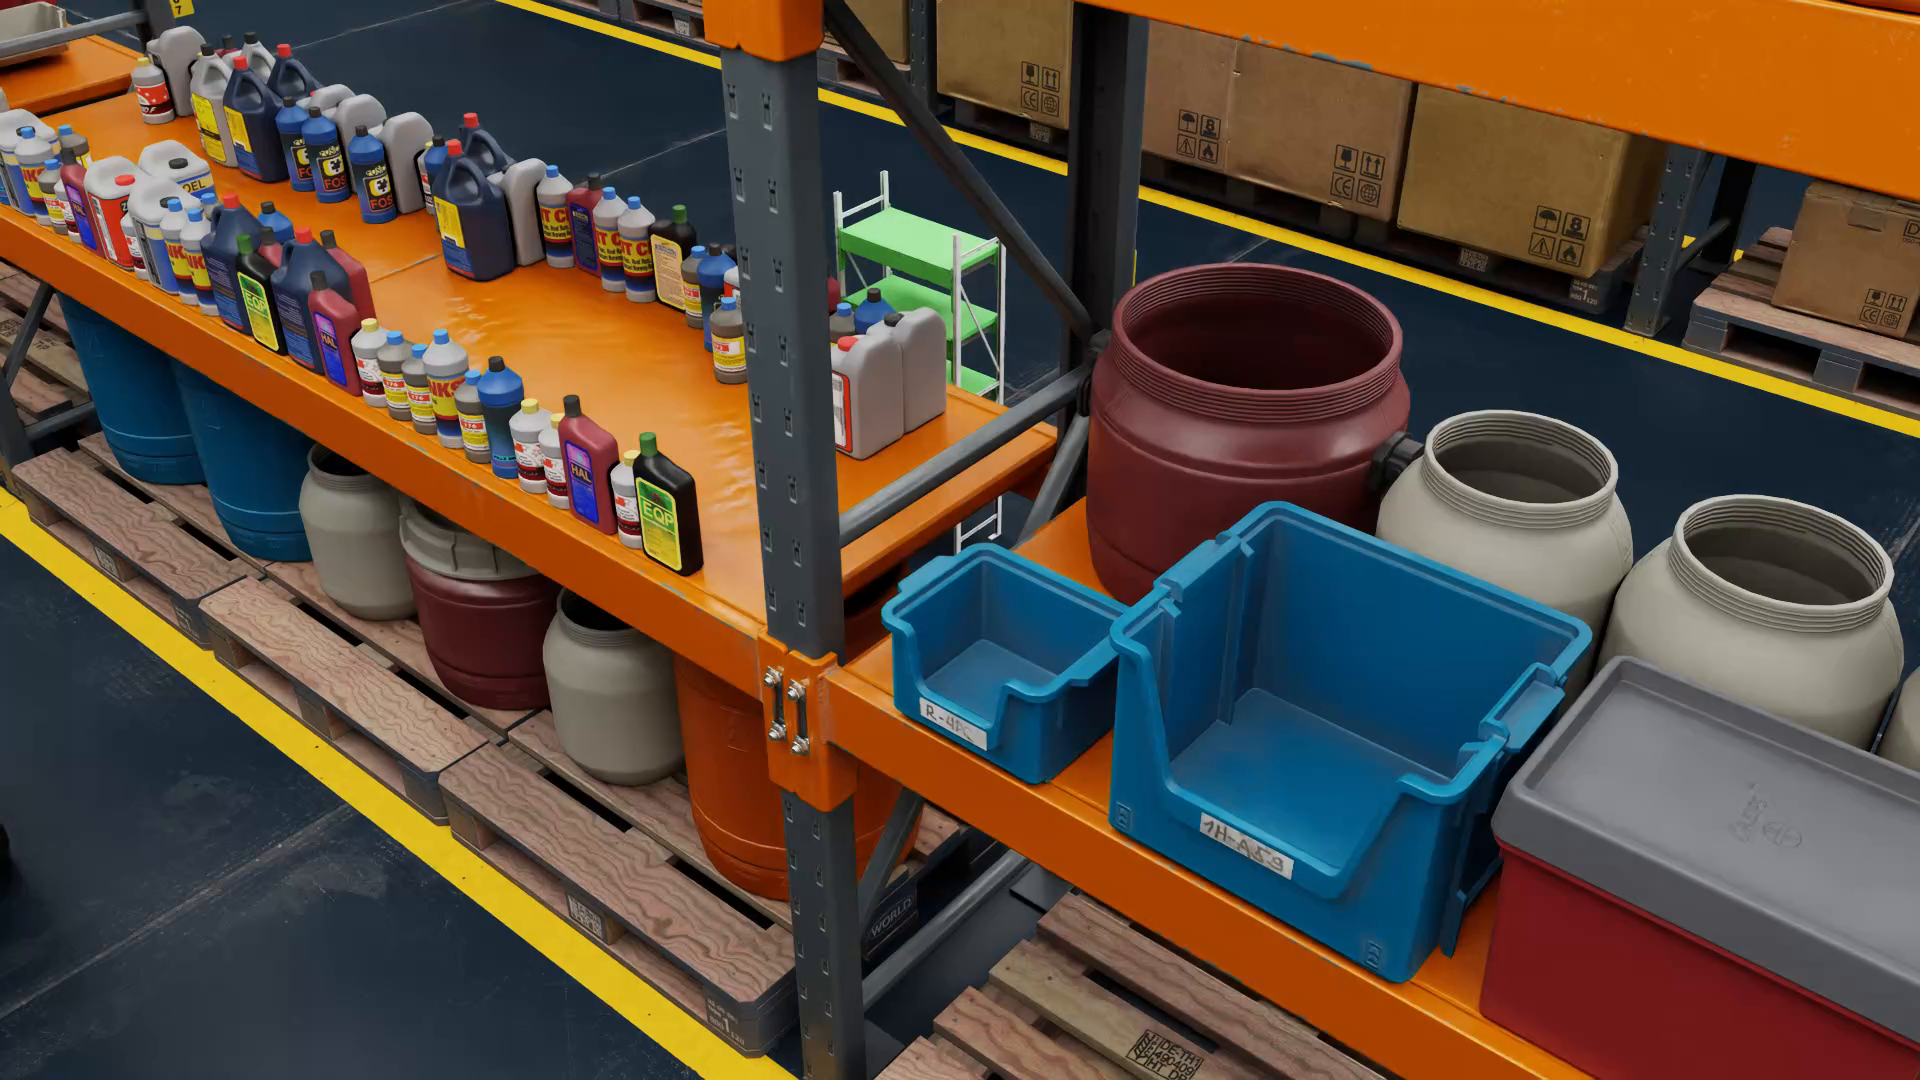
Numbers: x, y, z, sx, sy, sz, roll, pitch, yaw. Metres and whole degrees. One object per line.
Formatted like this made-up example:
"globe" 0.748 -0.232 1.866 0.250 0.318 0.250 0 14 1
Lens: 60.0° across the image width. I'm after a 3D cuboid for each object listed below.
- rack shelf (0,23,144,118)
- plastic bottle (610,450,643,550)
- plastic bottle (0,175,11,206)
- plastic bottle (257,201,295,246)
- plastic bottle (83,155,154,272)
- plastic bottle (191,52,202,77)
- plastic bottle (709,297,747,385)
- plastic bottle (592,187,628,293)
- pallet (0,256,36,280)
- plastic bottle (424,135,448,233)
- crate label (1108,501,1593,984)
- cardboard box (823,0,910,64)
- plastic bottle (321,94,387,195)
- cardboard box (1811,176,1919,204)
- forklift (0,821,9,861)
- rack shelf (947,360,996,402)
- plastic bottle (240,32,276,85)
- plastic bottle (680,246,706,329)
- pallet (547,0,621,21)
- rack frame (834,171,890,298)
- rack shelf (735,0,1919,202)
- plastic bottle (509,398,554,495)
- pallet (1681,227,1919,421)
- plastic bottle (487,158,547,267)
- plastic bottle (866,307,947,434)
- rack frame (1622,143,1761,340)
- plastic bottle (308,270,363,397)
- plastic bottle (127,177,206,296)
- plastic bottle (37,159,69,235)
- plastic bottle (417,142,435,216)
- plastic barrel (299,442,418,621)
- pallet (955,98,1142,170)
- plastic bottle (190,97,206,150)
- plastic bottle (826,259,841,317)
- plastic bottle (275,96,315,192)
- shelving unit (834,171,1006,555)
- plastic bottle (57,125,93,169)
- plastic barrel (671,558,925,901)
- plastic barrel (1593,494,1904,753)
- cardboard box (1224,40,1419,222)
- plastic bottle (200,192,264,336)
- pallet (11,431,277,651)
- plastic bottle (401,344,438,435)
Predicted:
"rack shelf" -4.611 -2.038 6.703 4.000 0.370 1.077 25 42 32
"plastic bottle" -0.660 -0.090 3.407 0.097 0.201 0.097 0 34 0
"plastic bottle" -2.787 -1.121 4.846 0.097 0.271 0.097 0 34 0
"plastic bottle" -1.758 -0.742 4.295 0.097 0.271 0.097 0 34 0
"plastic bottle" -2.250 -0.890 4.506 0.135 0.276 0.152 25 42 32
"plastic bottle" -2.457 -1.496 5.454 0.097 0.201 0.097 0 34 0
"plastic bottle" -0.546 -0.483 3.979 0.097 0.201 0.097 0 34 0
"plastic bottle" -0.907 -0.794 4.370 0.097 0.271 0.097 0 34 0
"pallet" -4.605 -1.152 7.240 1.213 0.211 1.003 25 42 32
"plastic bottle" -1.444 -1.002 4.673 0.097 0.271 0.097 0 34 0
"crate label" 0.591 0.302 2.629 0.616 0.435 0.502 25 42 32
"cardboard box" -0.361 -3.336 9.464 0.875 0.875 0.875 25 42 32
"plastic bottle" -1.792 -1.193 4.947 0.135 0.276 0.152 25 42 32
"cardboard box" 3.703 -1.546 6.509 0.500 0.250 0.500 27 43 34
"forklift" -3.687 0.268 2.770 1.130 2.935 3.031 18 38 24
"rack shelf" -0.127 -0.502 5.534 0.480 0.148 0.258 25 42 32
"plastic bottle" -2.158 -1.399 5.181 0.185 0.351 0.144 25 42 32
"plastic bottle" -0.655 -0.646 4.217 0.097 0.201 0.097 0 34 0
"pallet" -2.314 -3.809 11.109 1.213 0.211 1.003 25 42 32
"rack frame" -0.315 -0.643 5.626 0.015 1.200 0.240 25 42 32
"rack shelf" 1.537 -0.377 1.634 4.000 0.370 1.077 25 42 32
"plastic bottle" -0.913 -0.209 3.580 0.097 0.201 0.097 0 34 0
"pallet" 3.769 -0.883 6.849 1.213 0.211 1.003 25 42 32
"plastic bottle" -1.191 -0.910 4.534 0.135 0.276 0.152 25 42 32
"plastic bottle" -0.125 -0.407 3.803 0.135 0.276 0.152 25 42 32
"rack frame" 3.169 -2.316 6.473 0.127 3.000 1.000 25 42 32
"plastic bottle" -1.462 -0.488 3.914 0.133 0.283 0.061 25 42 32
"plastic bottle" -2.072 -0.806 4.383 0.135 0.276 0.152 25 42 32
"plastic bottle" -2.534 -0.973 4.692 0.097 0.201 0.097 0 34 0
"plastic bottle" -1.507 -1.048 4.802 0.097 0.201 0.097 0 34 0
"plastic barrel" -1.746 -0.053 5.004 0.421 0.512 0.421 0 34 0
"pallet" 0.736 -2.369 9.012 1.213 0.211 1.003 25 42 32
"plastic bottle" -2.349 -1.333 5.216 0.097 0.201 0.097 0 34 0
"plastic bottle" -0.349 -0.549 4.003 0.133 0.283 0.061 25 42 32
"plastic bottle" -1.961 -1.179 4.930 0.097 0.271 0.097 0 34 0
"shelving unit" -0.127 -0.555 5.498 0.503 1.200 0.258 25 42 32
"plastic bottle" -2.615 -1.123 4.911 0.097 0.201 0.097 0 34 0
"plastic barrel" -0.387 0.391 4.078 0.708 0.830 0.600 25 42 32
"plastic barrel" 1.251 0.225 2.674 0.421 0.512 0.421 0 34 0
"cardboard box" 1.972 -2.198 7.807 0.875 0.875 1.225 25 42 32
"plastic bottle" -1.802 -0.707 4.173 0.185 0.351 0.144 25 42 32
"pallet" -2.507 -0.163 5.801 1.213 0.211 1.003 25 42 32
"plastic bottle" -1.212 -0.350 3.785 0.097 0.201 0.097 0 34 0
